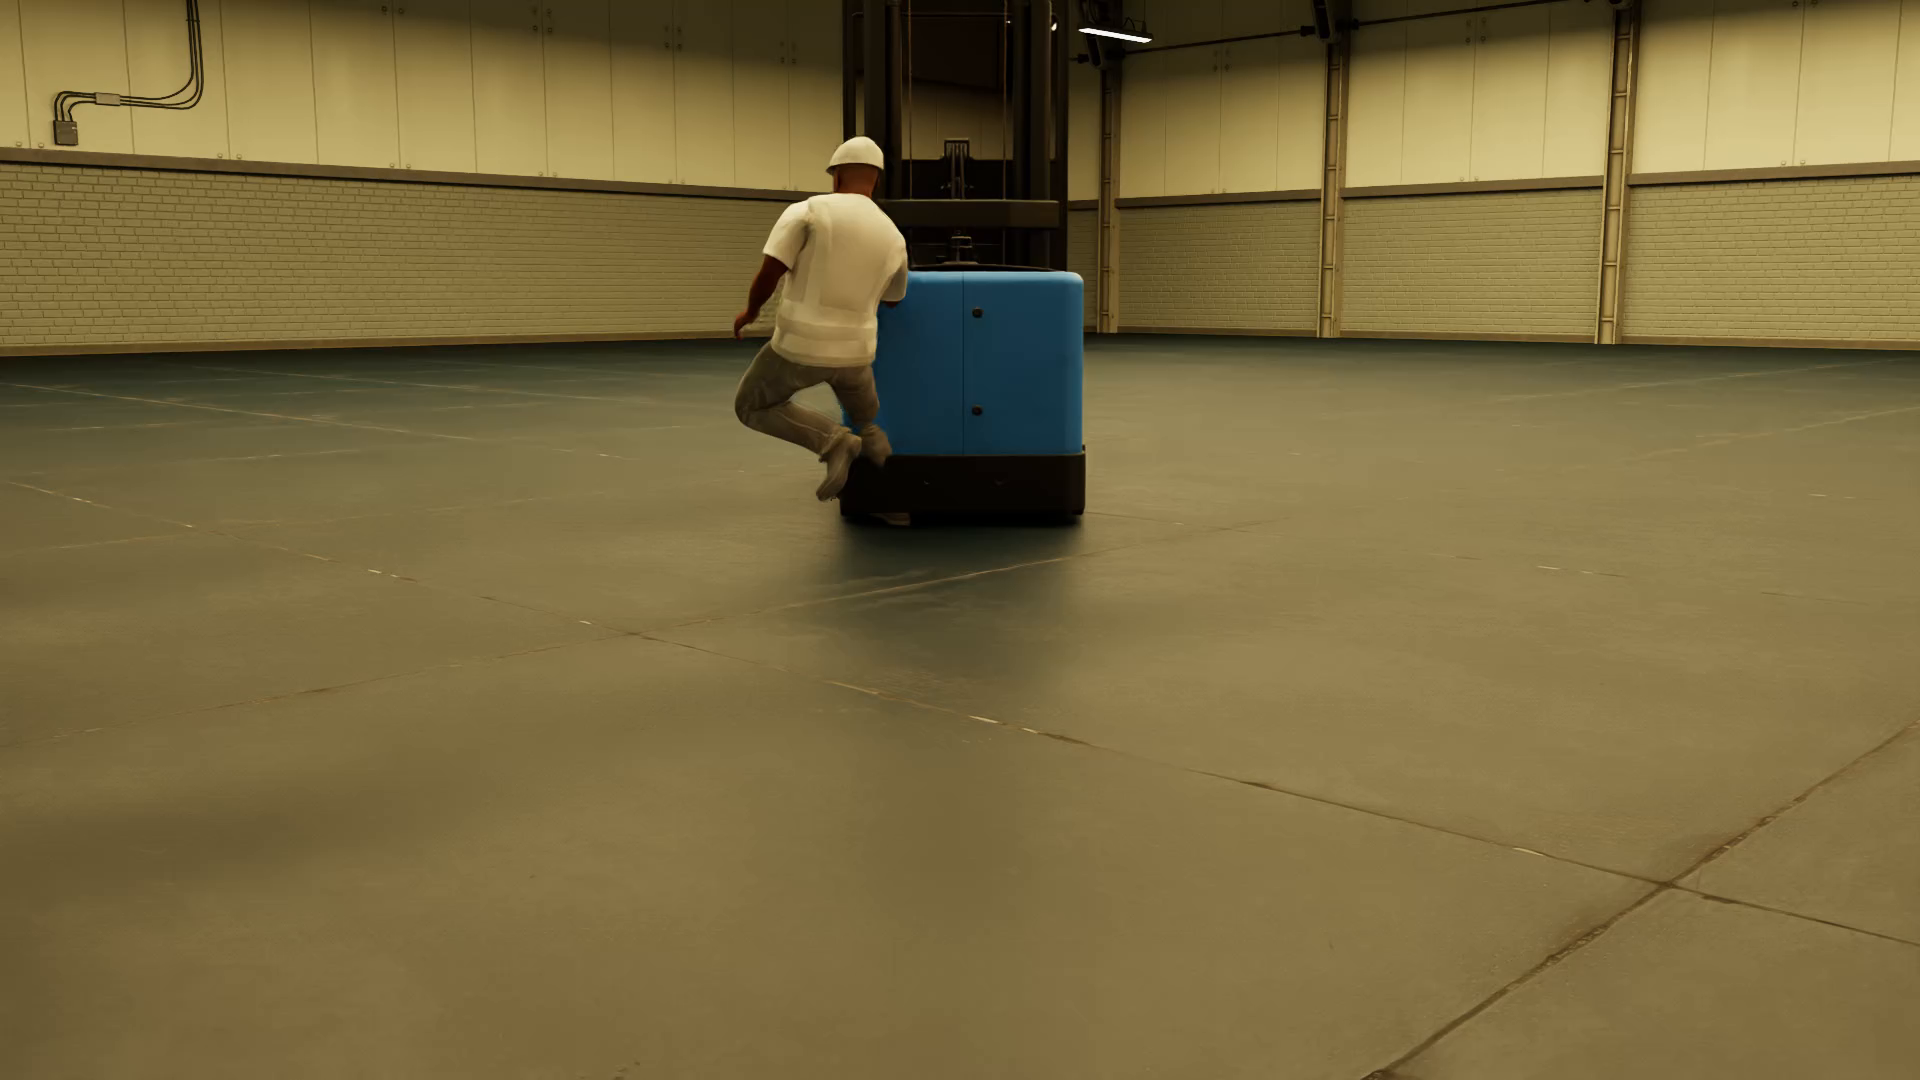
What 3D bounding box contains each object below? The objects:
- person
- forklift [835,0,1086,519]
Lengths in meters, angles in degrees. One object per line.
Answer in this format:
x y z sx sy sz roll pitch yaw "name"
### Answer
-0.544 -0.823 6.832 0.813 1.609 0.751 -5 10 -30 "person"
-0.029 -1.723 8.318 1.130 2.935 3.031 0 9 -2 "forklift"
